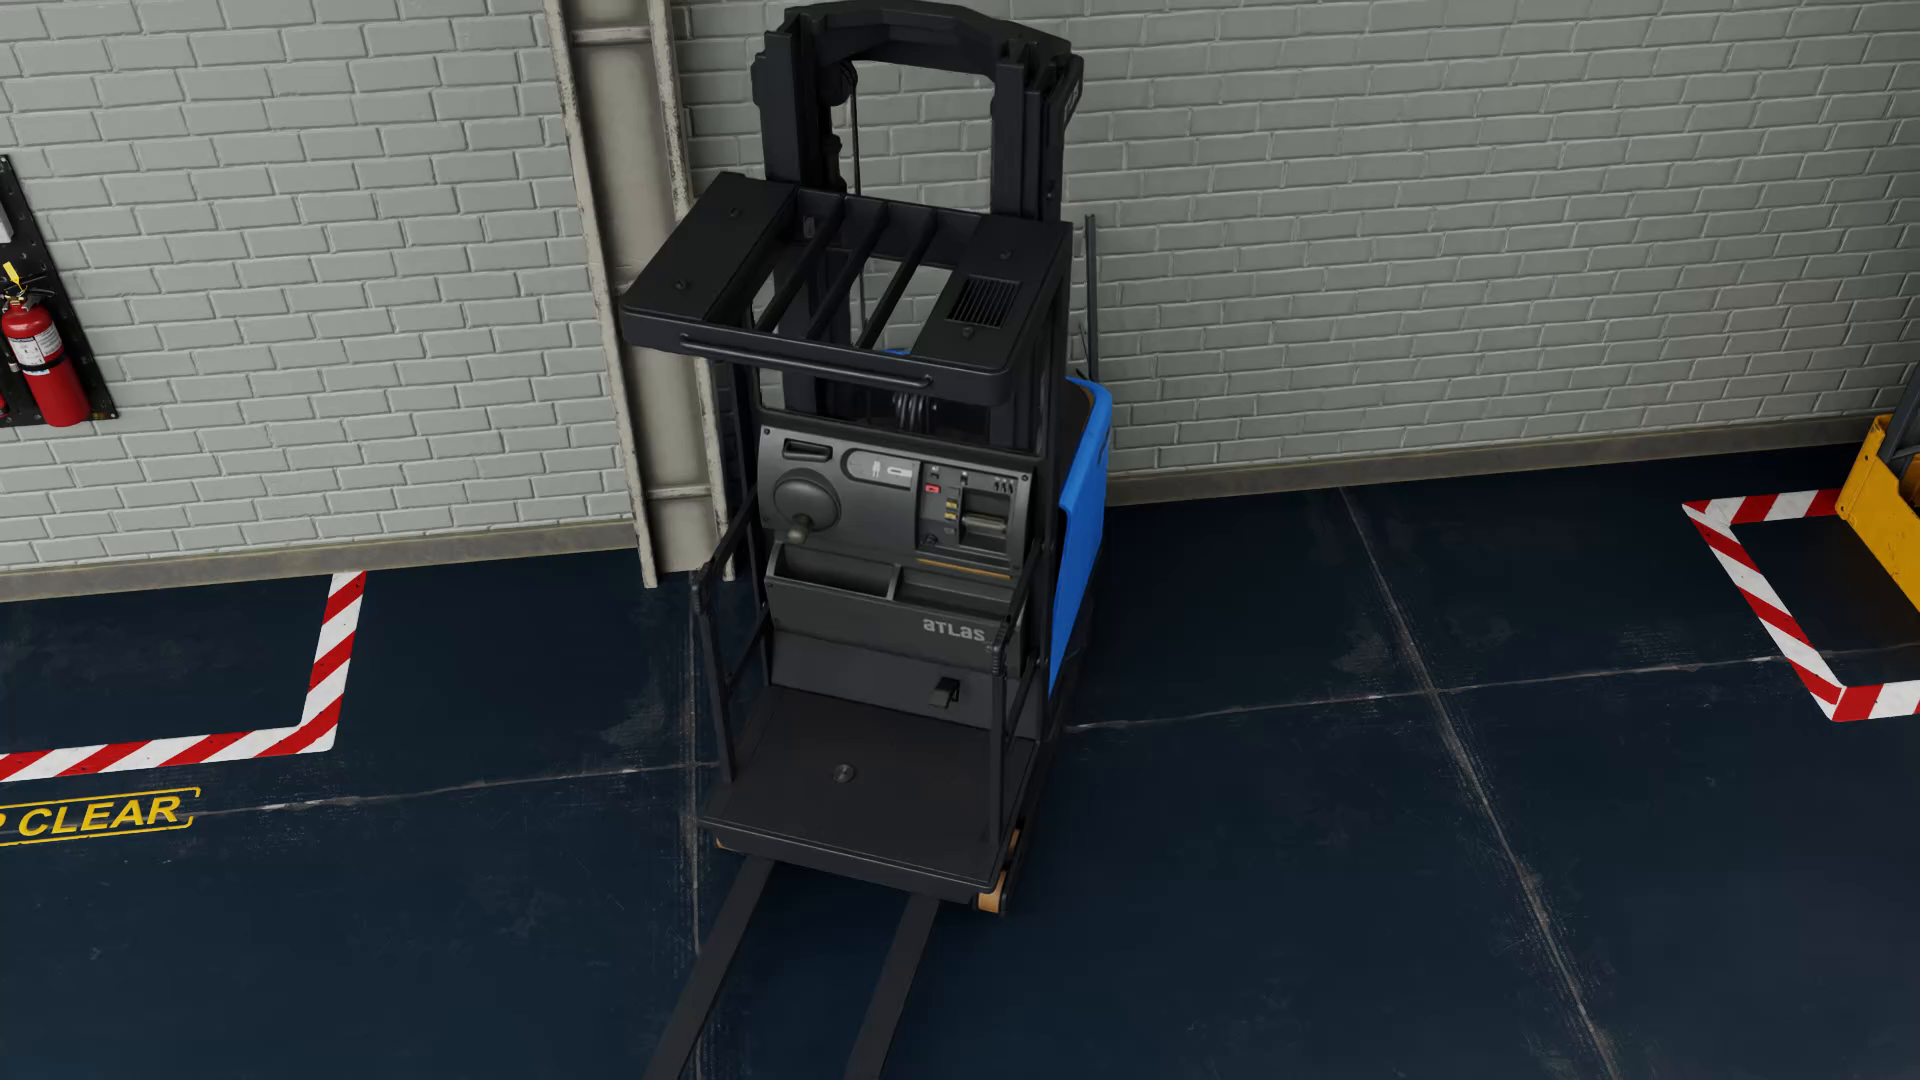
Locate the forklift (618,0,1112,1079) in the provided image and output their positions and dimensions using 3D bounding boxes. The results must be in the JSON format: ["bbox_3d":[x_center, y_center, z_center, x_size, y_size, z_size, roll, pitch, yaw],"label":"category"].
[{"bbox_3d":[-0.279,-0.048,5.330,1.130,2.935,3.031,11,43,12],"label":"forklift"}]

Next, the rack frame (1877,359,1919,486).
[{"bbox_3d":[4.173,-0.909,6.234,0.127,3.000,1.000,-5,42,-6],"label":"rack frame"}]

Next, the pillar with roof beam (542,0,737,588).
[{"bbox_3d":[-0.636,-0.392,1.181,0.400,9.000,9.100,-5,42,-6],"label":"pillar with roof beam"}]

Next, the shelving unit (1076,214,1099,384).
[{"bbox_3d":[0.012,-0.640,7.034,1.048,1.500,0.538,-9,28,-11],"label":"shelving unit"}]

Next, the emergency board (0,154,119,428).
[{"bbox_3d":[-3.649,-0.834,6.150,0.643,1.169,0.194,-5,42,-6],"label":"emergency board"}]

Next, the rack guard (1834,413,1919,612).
[{"bbox_3d":[4.249,0.012,7.078,0.348,0.500,1.175,-5,42,-6],"label":"rack guard"}]

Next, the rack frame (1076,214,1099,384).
[{"bbox_3d":[0.504,-0.722,7.129,0.032,1.500,0.500,-9,28,-11],"label":"rack frame"}]
